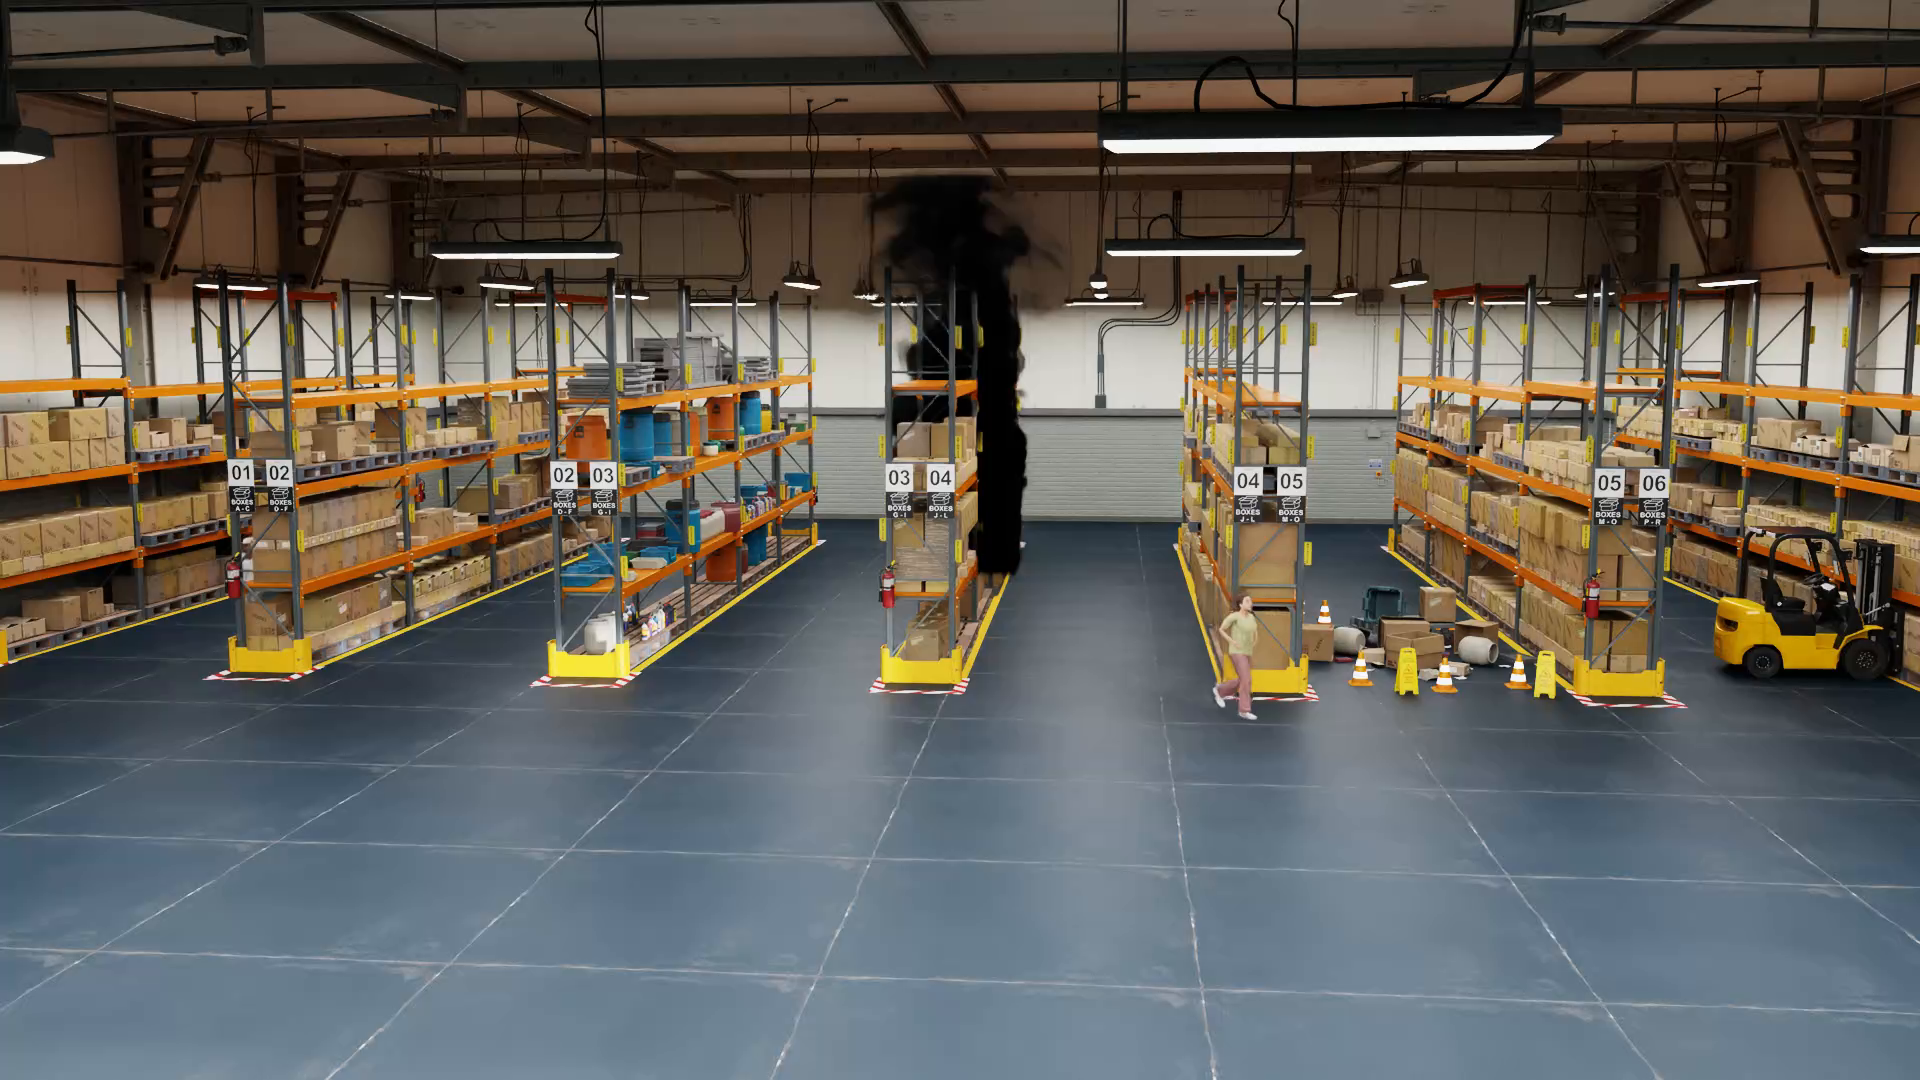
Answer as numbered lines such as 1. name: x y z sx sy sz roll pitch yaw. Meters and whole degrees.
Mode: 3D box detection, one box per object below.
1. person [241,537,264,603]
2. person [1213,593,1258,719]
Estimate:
1. person: -11.705 0.812 27.549 0.691 1.734 0.632 0 7 4
2. person: 3.732 1.526 22.197 0.596 1.659 0.784 -6 9 -38
